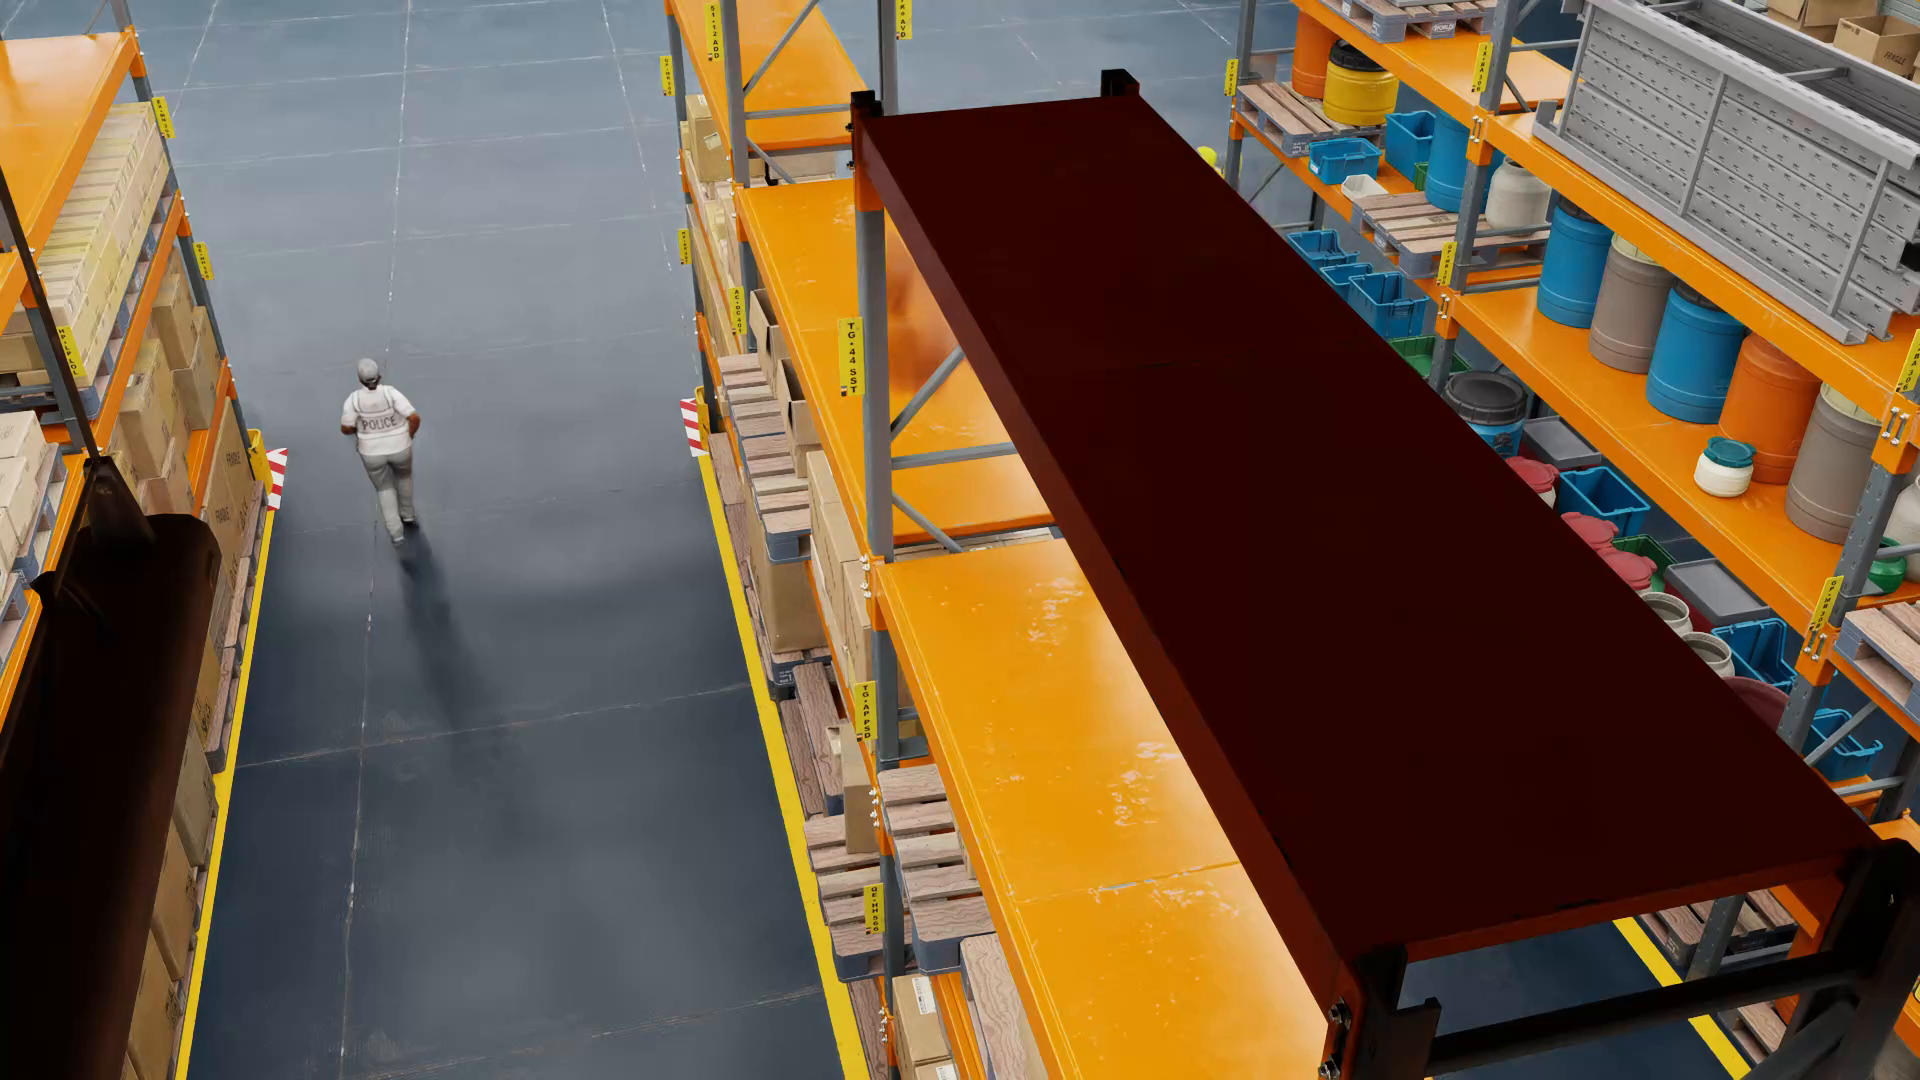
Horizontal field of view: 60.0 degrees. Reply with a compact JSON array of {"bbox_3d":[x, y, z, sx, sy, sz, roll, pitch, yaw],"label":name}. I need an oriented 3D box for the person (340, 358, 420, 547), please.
[{"bbox_3d":[-4.714,-0.715,13.680,0.615,1.684,0.844,-13,37,-19],"label":"person"}]

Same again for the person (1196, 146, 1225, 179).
[{"bbox_3d":[2.501,-3.290,17.358,0.581,1.730,0.706,10,36,14],"label":"person"}]
